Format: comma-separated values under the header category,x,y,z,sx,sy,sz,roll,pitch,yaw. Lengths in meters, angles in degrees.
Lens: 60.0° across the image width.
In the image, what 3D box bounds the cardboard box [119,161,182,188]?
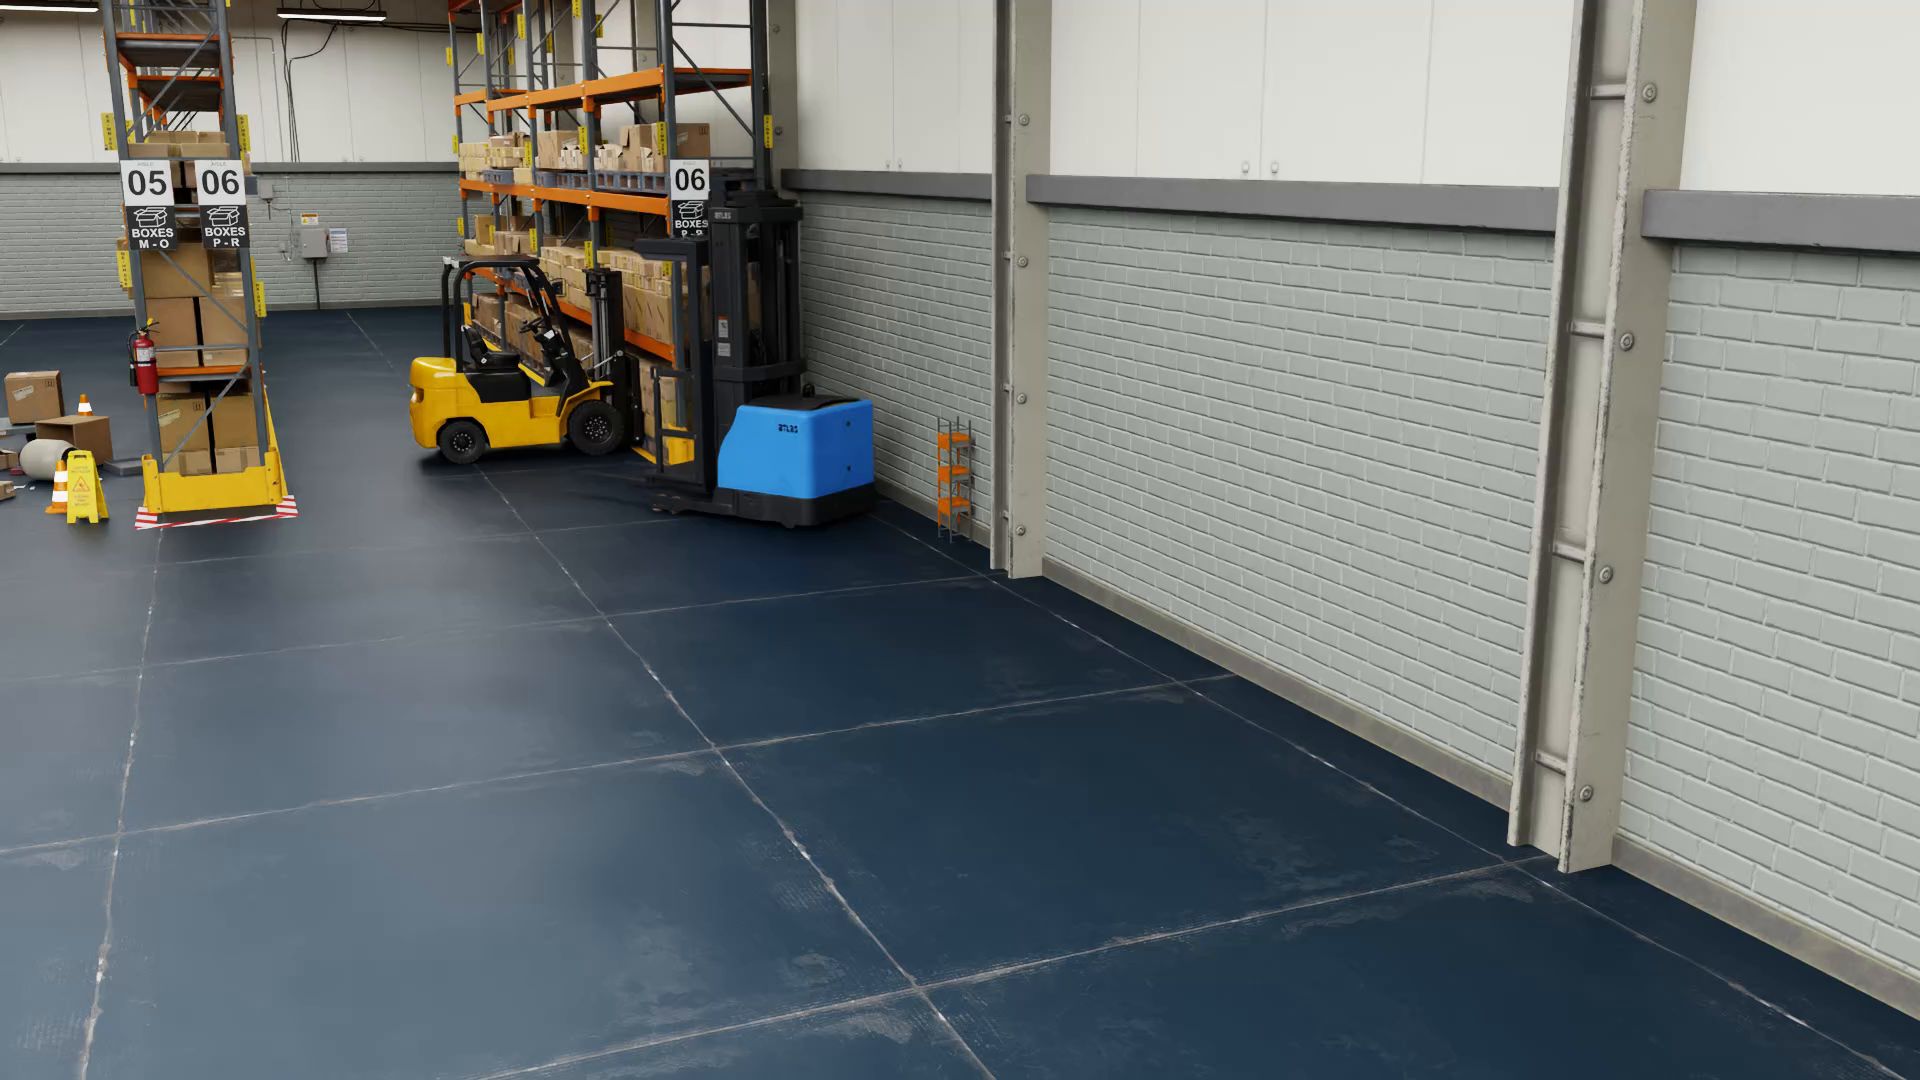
category,x,y,z,sx,sy,sz,roll,pitch,yaw
cardboard box,-7.487,-3.391,15.391,0.500,0.250,0.500,-6,14,-24

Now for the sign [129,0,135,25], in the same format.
category,x,y,z,sx,sy,sz,roll,pitch,yaw
sign,-10.747,-6.834,21.516,0.100,0.325,0.005,-6,14,-23

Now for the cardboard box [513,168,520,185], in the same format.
category,x,y,z,sx,sy,sz,roll,pitch,yaw
cardboard box,-6.524,-5.558,25.413,0.500,0.250,0.500,-6,14,-23

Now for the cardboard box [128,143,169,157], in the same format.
category,x,y,z,sx,sy,sz,roll,pitch,yaw
cardboard box,-7.442,-3.547,15.181,0.380,0.149,0.250,-5,14,-22

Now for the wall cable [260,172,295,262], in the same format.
category,x,y,z,sx,sy,sz,roll,pitch,yaw
wall cable,-14.430,-6.871,35.151,0.588,1.984,0.122,-6,14,-23

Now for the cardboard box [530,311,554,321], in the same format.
category,x,y,z,sx,sy,sz,roll,pitch,yaw
cardboard box,-6.491,-3.483,25.939,0.380,0.149,0.250,-6,14,-24

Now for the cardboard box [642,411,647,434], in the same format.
category,x,y,z,sx,sy,sz,roll,pitch,yaw
cardboard box,-3.349,-1.367,18.791,0.500,0.250,0.500,-5,14,-22

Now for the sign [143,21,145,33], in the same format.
category,x,y,z,sx,sy,sz,roll,pitch,yaw
sign,-12.361,-7.666,25.112,0.100,0.325,0.005,-6,14,-23

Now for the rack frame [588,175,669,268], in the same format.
category,x,y,z,sx,sy,sz,roll,pitch,yaw
rack frame,-4.091,-3.052,20.906,1.000,3.000,0.127,-6,14,-23

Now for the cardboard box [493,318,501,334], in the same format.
category,x,y,z,sx,sy,sz,roll,pitch,yaw
cardboard box,-7.931,-3.740,29.009,0.396,0.266,0.258,-5,14,-21

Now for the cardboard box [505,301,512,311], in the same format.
category,x,y,z,sx,sy,sz,roll,pitch,yaw
cardboard box,-7.396,-3.910,27.784,0.380,0.149,0.250,-5,14,-20

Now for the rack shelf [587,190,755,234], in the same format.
category,x,y,z,sx,sy,sz,roll,pitch,yaw
rack shelf,-3.290,-3.750,18.863,1.077,0.370,4.000,-6,14,-23

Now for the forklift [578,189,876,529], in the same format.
category,x,y,z,sx,sy,sz,roll,pitch,yaw
forklift,-2.293,-1.758,15.465,3.031,2.935,1.130,8,15,32

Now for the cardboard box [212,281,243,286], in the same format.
category,x,y,z,sx,sy,sz,roll,pitch,yaw
cardboard box,-7.598,-2.410,17.247,0.500,0.500,0.500,-6,14,-24

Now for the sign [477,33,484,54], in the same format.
category,x,y,z,sx,sy,sz,roll,pitch,yaw
sign,-7.800,-8.076,27.061,0.100,0.325,0.005,-6,14,-23

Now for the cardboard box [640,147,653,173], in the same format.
category,x,y,z,sx,sy,sz,roll,pitch,yaw
cardboard box,-3.201,-4.071,17.801,0.396,0.266,0.258,-6,14,-23

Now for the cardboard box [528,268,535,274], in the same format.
category,x,y,z,sx,sy,sz,roll,pitch,yaw
cardboard box,-6.308,-4.062,24.894,0.380,0.149,0.250,-5,14,-22

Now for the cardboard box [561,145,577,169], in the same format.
category,x,y,z,sx,sy,sz,roll,pitch,yaw
cardboard box,-4.912,-5.010,21.755,0.500,0.311,0.500,-6,14,-25

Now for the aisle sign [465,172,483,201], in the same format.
category,x,y,z,sx,sy,sz,roll,pitch,yaw
aisle sign,-9.195,-6.786,31.271,0.394,0.787,0.004,-6,14,-23

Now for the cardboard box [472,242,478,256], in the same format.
category,x,y,z,sx,sy,sz,roll,pitch,yaw
cardboard box,-8.555,-5.277,30.190,0.500,0.250,0.500,-6,14,-24

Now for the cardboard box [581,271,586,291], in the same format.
category,x,y,z,sx,sy,sz,roll,pitch,yaw
cardboard box,-4.522,-3.301,21.205,0.500,0.250,0.500,-6,14,-24

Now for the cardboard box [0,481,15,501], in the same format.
category,x,y,z,sx,sy,sz,roll,pitch,yaw
cardboard box,-9.411,-0.476,16.097,0.380,0.149,0.250,1,13,6

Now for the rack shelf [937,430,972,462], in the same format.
category,x,y,z,sx,sy,sz,roll,pitch,yaw
rack shelf,-0.049,-0.785,14.217,0.215,0.259,0.240,-6,14,-24

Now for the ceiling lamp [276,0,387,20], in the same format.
category,x,y,z,sx,sy,sz,roll,pitch,yaw
ceiling lamp,-12.105,-11.642,31.767,2.000,3.185,0.800,-6,14,-23

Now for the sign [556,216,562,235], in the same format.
category,x,y,z,sx,sy,sz,roll,pitch,yaw
sign,-6.789,-5.320,28.136,0.100,0.325,0.005,-6,14,-23

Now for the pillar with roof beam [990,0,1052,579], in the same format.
category,x,y,z,sx,sy,sz,roll,pitch,yaw
pillar with roof beam,-3.483,-3.745,10.596,9.100,9.000,0.400,-6,14,-23

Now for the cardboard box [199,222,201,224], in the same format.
category,x,y,z,sx,sy,sz,roll,pitch,yaw
cardboard box,-10.614,-4.299,23.854,0.500,0.500,0.500,-5,14,-21

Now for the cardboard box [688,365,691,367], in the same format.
category,x,y,z,sx,sy,sz,roll,pitch,yaw
cardboard box,-2.712,-1.797,18.432,0.500,0.250,0.500,-6,14,-23

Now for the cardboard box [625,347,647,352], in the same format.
category,x,y,z,sx,sy,sz,roll,pitch,yaw
cardboard box,-3.989,-2.170,20.041,0.500,0.250,0.500,-6,14,-23

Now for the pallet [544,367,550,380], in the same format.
category,x,y,z,sx,sy,sz,roll,pitch,yaw
pallet,-5.400,-2.347,24.041,1.003,0.211,1.213,-6,14,-23

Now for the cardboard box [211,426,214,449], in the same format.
category,x,y,z,sx,sy,sz,roll,pitch,yaw
cardboard box,-8.210,-1.103,17.651,0.500,0.250,0.500,-6,14,-24

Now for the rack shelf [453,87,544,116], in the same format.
category,x,y,z,sx,sy,sz,roll,pitch,yaw
rack shelf,-8.097,-7.689,29.237,1.077,0.370,4.000,-6,14,-23

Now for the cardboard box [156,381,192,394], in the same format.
category,x,y,z,sx,sy,sz,roll,pitch,yaw
cardboard box,-7.804,-1.535,16.414,0.380,0.149,0.250,-5,14,-21

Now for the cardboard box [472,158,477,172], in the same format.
category,x,y,z,sx,sy,sz,roll,pitch,yaw
cardboard box,-8.326,-6.634,29.400,0.500,0.250,0.500,-6,14,-24

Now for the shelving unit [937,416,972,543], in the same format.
category,x,y,z,sx,sy,sz,roll,pitch,yaw
shelving unit,-0.047,-0.519,14.279,0.215,1.050,0.252,-6,14,-24

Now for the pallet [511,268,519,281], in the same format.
category,x,y,z,sx,sy,sz,roll,pitch,yaw
pallet,-6.477,-4.187,26.232,1.003,0.211,1.213,-6,14,-23

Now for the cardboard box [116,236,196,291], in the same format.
category,x,y,z,sx,sy,sz,roll,pitch,yaw
cardboard box,-7.935,-2.745,16.478,0.700,0.500,0.500,-6,14,-24

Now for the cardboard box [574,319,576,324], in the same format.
category,x,y,z,sx,sy,sz,roll,pitch,yaw
cardboard box,-5.699,-3.375,25.472,0.380,0.149,0.250,-5,14,-21

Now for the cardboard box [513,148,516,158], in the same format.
category,x,y,z,sx,sy,sz,roll,pitch,yaw
cardboard box,-6.622,-5.919,25.426,0.380,0.149,0.250,-6,14,-23

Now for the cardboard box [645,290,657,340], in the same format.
category,x,y,z,sx,sy,sz,roll,pitch,yaw
cardboard box,-3.126,-2.461,18.127,0.500,0.500,0.500,-5,14,-21

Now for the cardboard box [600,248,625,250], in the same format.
category,x,y,z,sx,sy,sz,roll,pitch,yaw
cardboard box,-4.961,-4.047,23.544,0.380,0.149,0.250,-6,14,-24

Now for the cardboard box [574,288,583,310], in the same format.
category,x,y,z,sx,sy,sz,roll,pitch,yaw
cardboard box,-4.739,-3.163,21.717,0.500,0.250,0.500,-6,14,-23

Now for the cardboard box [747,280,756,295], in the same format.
category,x,y,z,sx,sy,sz,roll,pitch,yaw
cardboard box,-2.387,-2.684,17.655,0.380,0.149,0.250,-6,14,-24

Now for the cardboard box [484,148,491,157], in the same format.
category,x,y,z,sx,sy,sz,roll,pitch,yaw
cardboard box,-7.578,-6.341,27.207,0.380,0.149,0.250,-5,14,-21

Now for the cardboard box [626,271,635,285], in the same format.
category,x,y,z,sx,sy,sz,roll,pitch,yaw
cardboard box,-3.603,-3.006,19.046,0.380,0.149,0.250,-6,14,-24

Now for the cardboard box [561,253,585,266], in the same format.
category,x,y,z,sx,sy,sz,roll,pitch,yaw
cardboard box,-5.148,-3.777,22.375,0.380,0.149,0.250,-6,14,-24

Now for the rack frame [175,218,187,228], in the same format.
category,x,y,z,sx,sy,sz,roll,pitch,yaw
rack frame,-10.240,-3.430,22.536,1.000,3.000,0.127,-6,14,-23

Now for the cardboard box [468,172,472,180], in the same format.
category,x,y,z,sx,sy,sz,roll,pitch,yaw
cardboard box,-8.650,-6.563,29.979,0.380,0.149,0.250,-6,14,-23

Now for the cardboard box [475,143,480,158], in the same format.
category,x,y,z,sx,sy,sz,roll,pitch,yaw
cardboard box,-8.125,-6.774,28.898,0.500,0.250,0.500,-5,14,-22

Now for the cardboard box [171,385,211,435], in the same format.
category,x,y,z,sx,sy,sz,roll,pitch,yaw
cardboard box,-7.808,-1.257,16.651,0.500,0.500,0.500,-5,14,-21

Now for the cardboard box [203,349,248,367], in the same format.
category,x,y,z,sx,sy,sz,roll,pitch,yaw
cardboard box,-6.982,-1.743,15.807,0.380,0.149,0.250,-6,14,-23

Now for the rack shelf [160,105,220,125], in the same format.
category,x,y,z,sx,sy,sz,roll,pitch,yaw
rack shelf,-12.644,-7.047,27.342,1.077,0.370,4.000,-6,14,-23
